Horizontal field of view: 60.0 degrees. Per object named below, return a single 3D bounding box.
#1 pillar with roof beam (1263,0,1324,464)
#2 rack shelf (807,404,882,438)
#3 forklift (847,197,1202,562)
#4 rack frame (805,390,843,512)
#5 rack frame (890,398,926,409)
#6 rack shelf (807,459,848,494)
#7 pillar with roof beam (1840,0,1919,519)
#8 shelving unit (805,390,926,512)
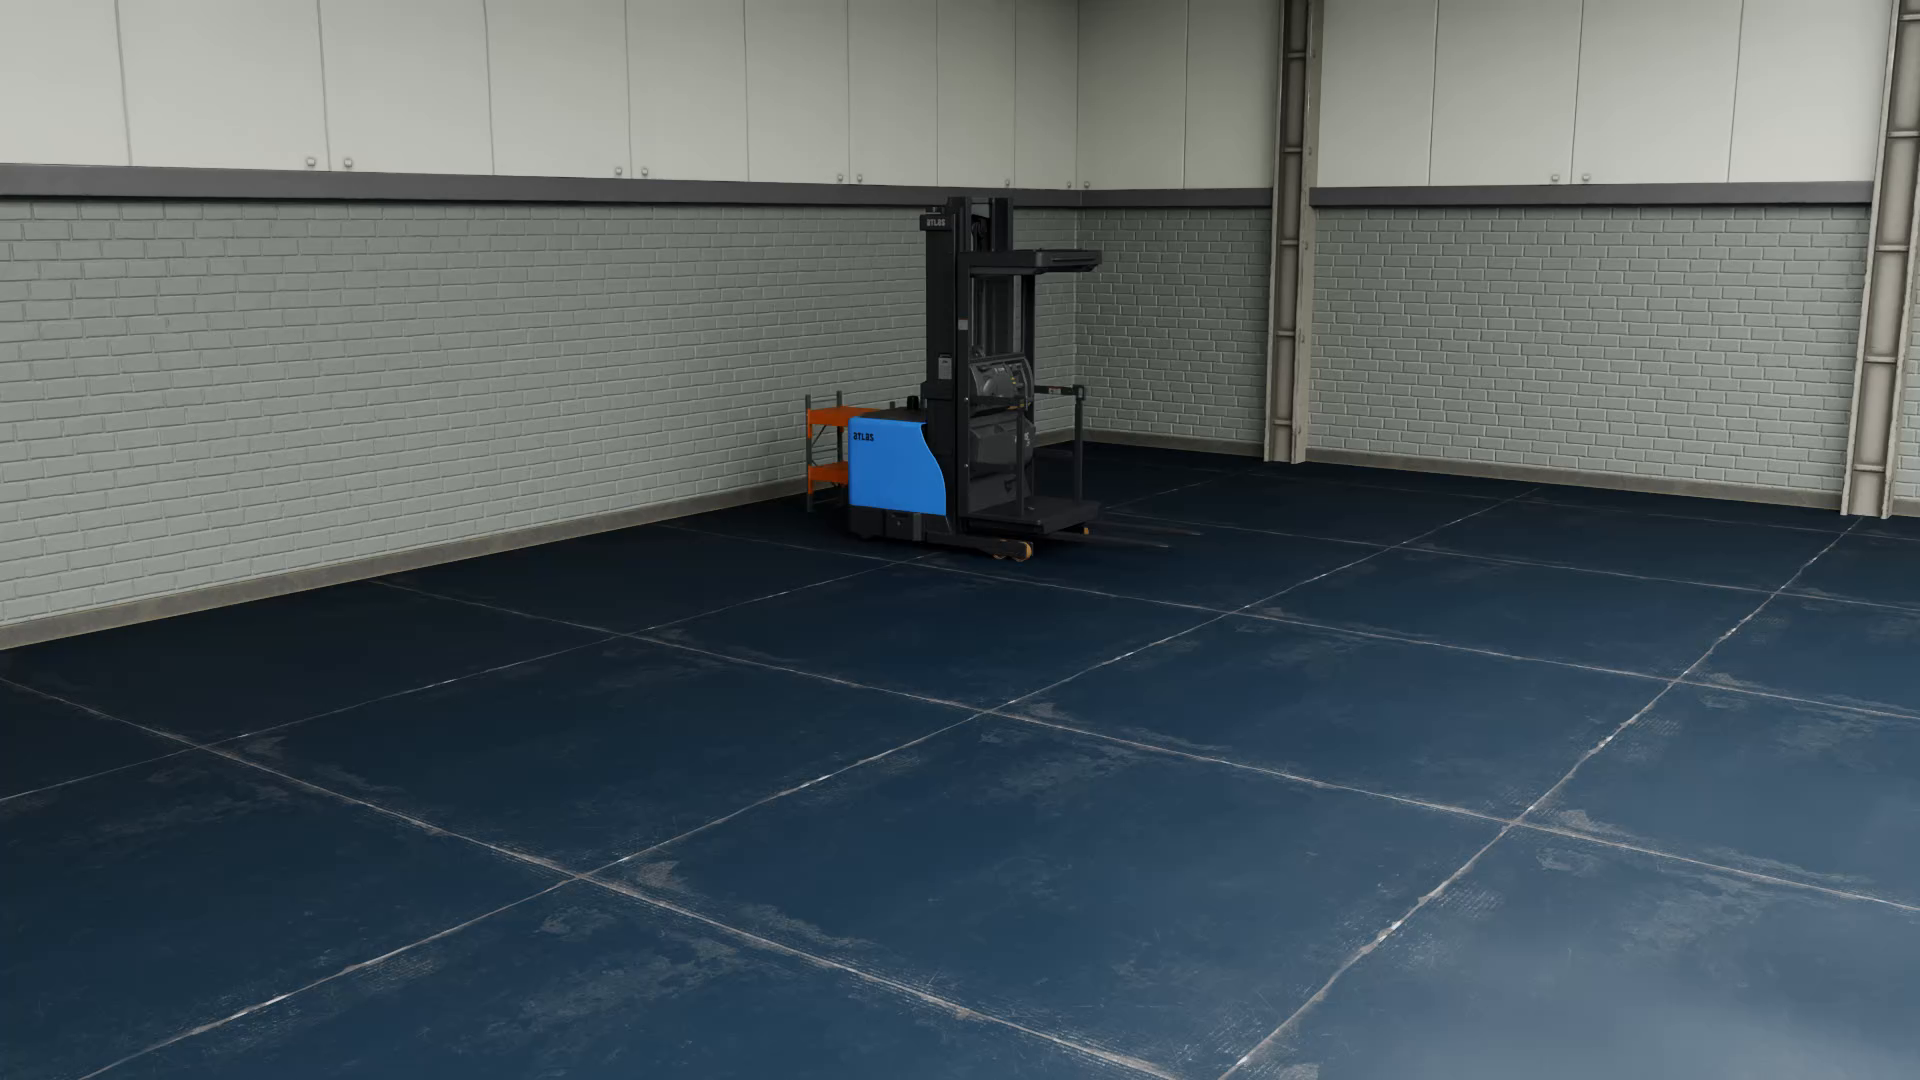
[{"bbox_3d":[1.216,-4.676,15.010,0.400,9.000,9.100,8,13,36],"label":"pillar with roof beam"},{"bbox_3d":[-0.891,-1.086,15.639,1.000,0.278,0.538,8,13,35],"label":"rack shelf"},{"bbox_3d":[0.531,-1.375,13.921,3.031,2.935,1.130,7,13,32],"label":"forklift"},{"bbox_3d":[-1.302,-0.855,15.988,0.032,1.125,0.500,8,13,35],"label":"rack frame"},{"bbox_3d":[-0.480,-0.741,15.400,0.032,1.125,0.500,8,13,35],"label":"rack frame"},{"bbox_3d":[-0.891,-0.558,15.741,1.000,0.278,0.538,8,13,35],"label":"rack shelf"},{"bbox_3d":[6.052,-4.002,11.524,0.400,9.000,9.100,8,13,36],"label":"pillar with roof beam"},{"bbox_3d":[-0.891,-0.798,15.694,1.048,1.125,0.538,8,13,35],"label":"shelving unit"}]
